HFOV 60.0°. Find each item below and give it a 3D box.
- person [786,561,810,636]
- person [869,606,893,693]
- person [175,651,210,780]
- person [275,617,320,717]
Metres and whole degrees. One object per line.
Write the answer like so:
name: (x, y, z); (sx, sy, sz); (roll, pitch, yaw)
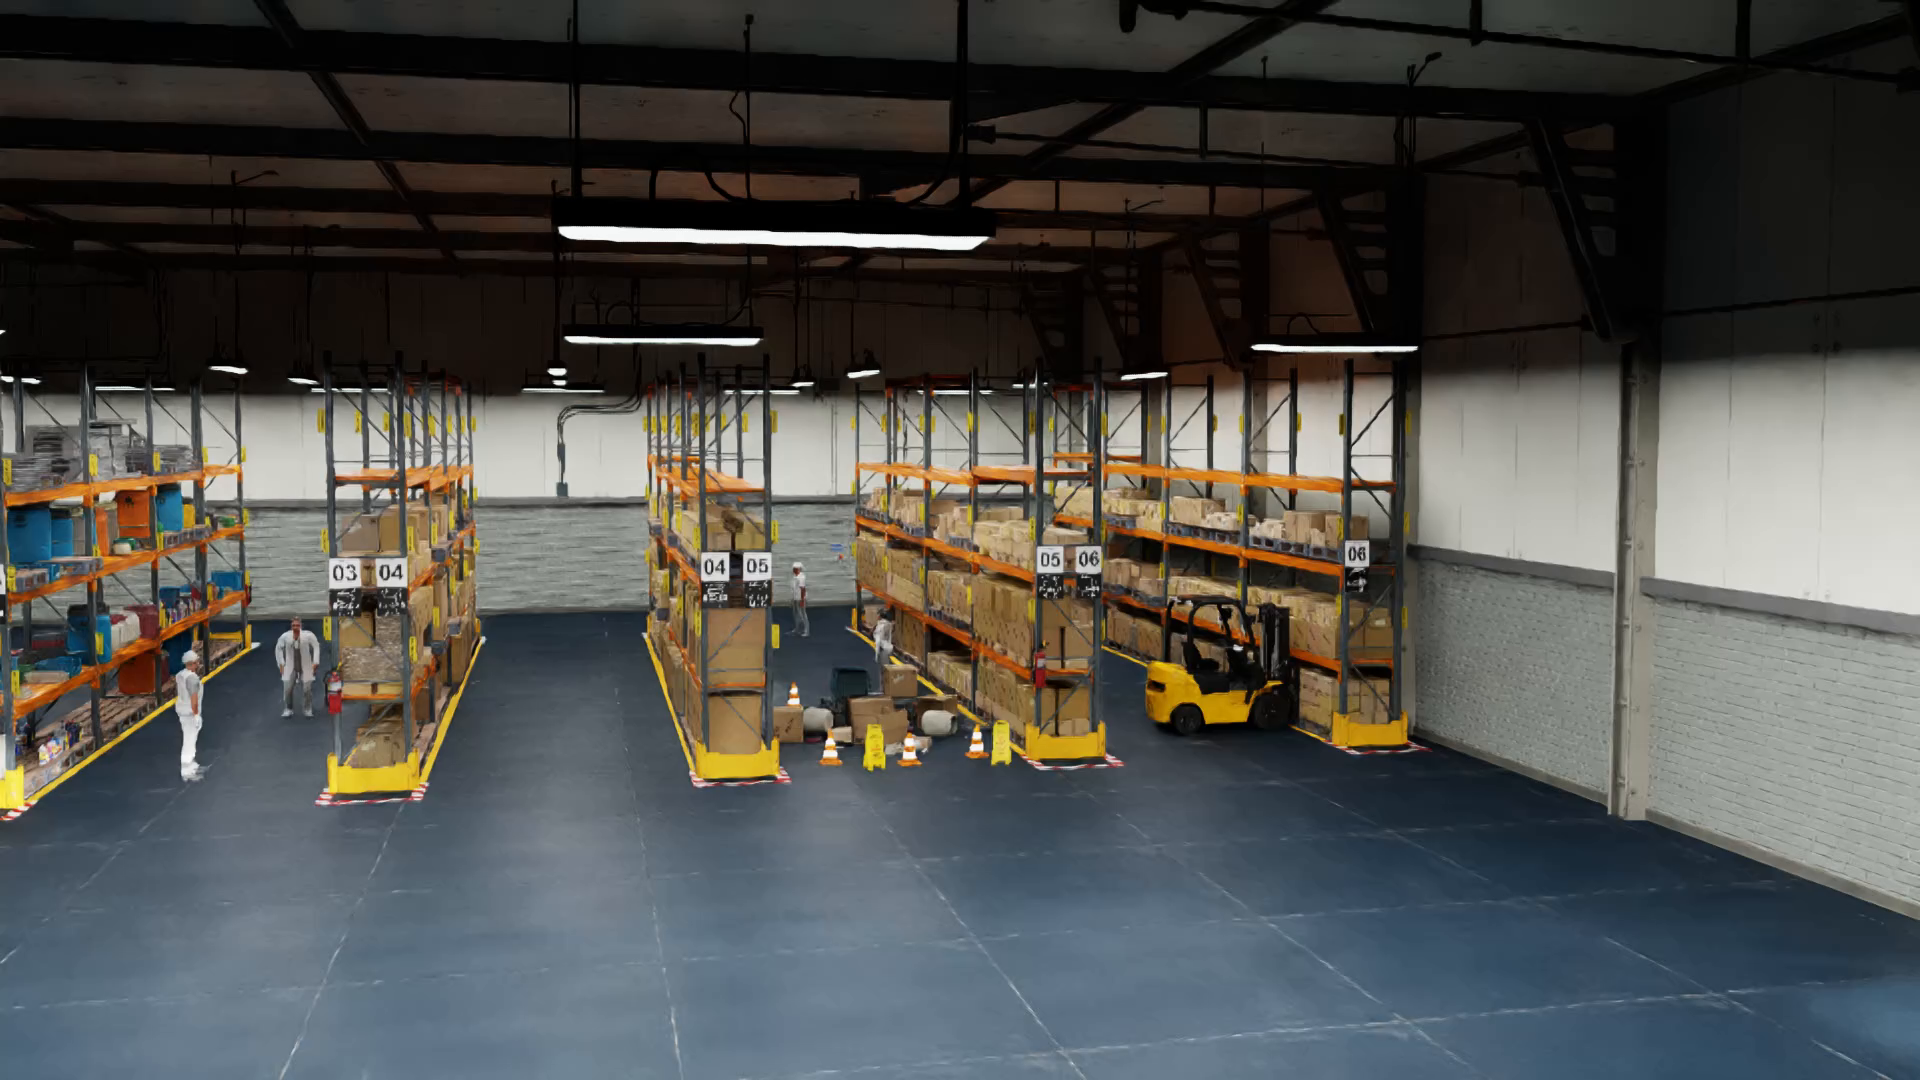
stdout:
person: (-3.812, 1.383, 39.230); (0.489, 1.765, 0.644); (-1, 4, -19)
person: (-1.427, 2.042, 30.390); (0.544, 1.664, 0.579); (1, 4, 13)
person: (-10.821, 2.458, 23.488); (0.468, 1.787, 0.625); (-3, 5, -41)
person: (-11.307, 2.166, 28.395); (0.723, 1.732, 0.541); (-1, 4, -14)
